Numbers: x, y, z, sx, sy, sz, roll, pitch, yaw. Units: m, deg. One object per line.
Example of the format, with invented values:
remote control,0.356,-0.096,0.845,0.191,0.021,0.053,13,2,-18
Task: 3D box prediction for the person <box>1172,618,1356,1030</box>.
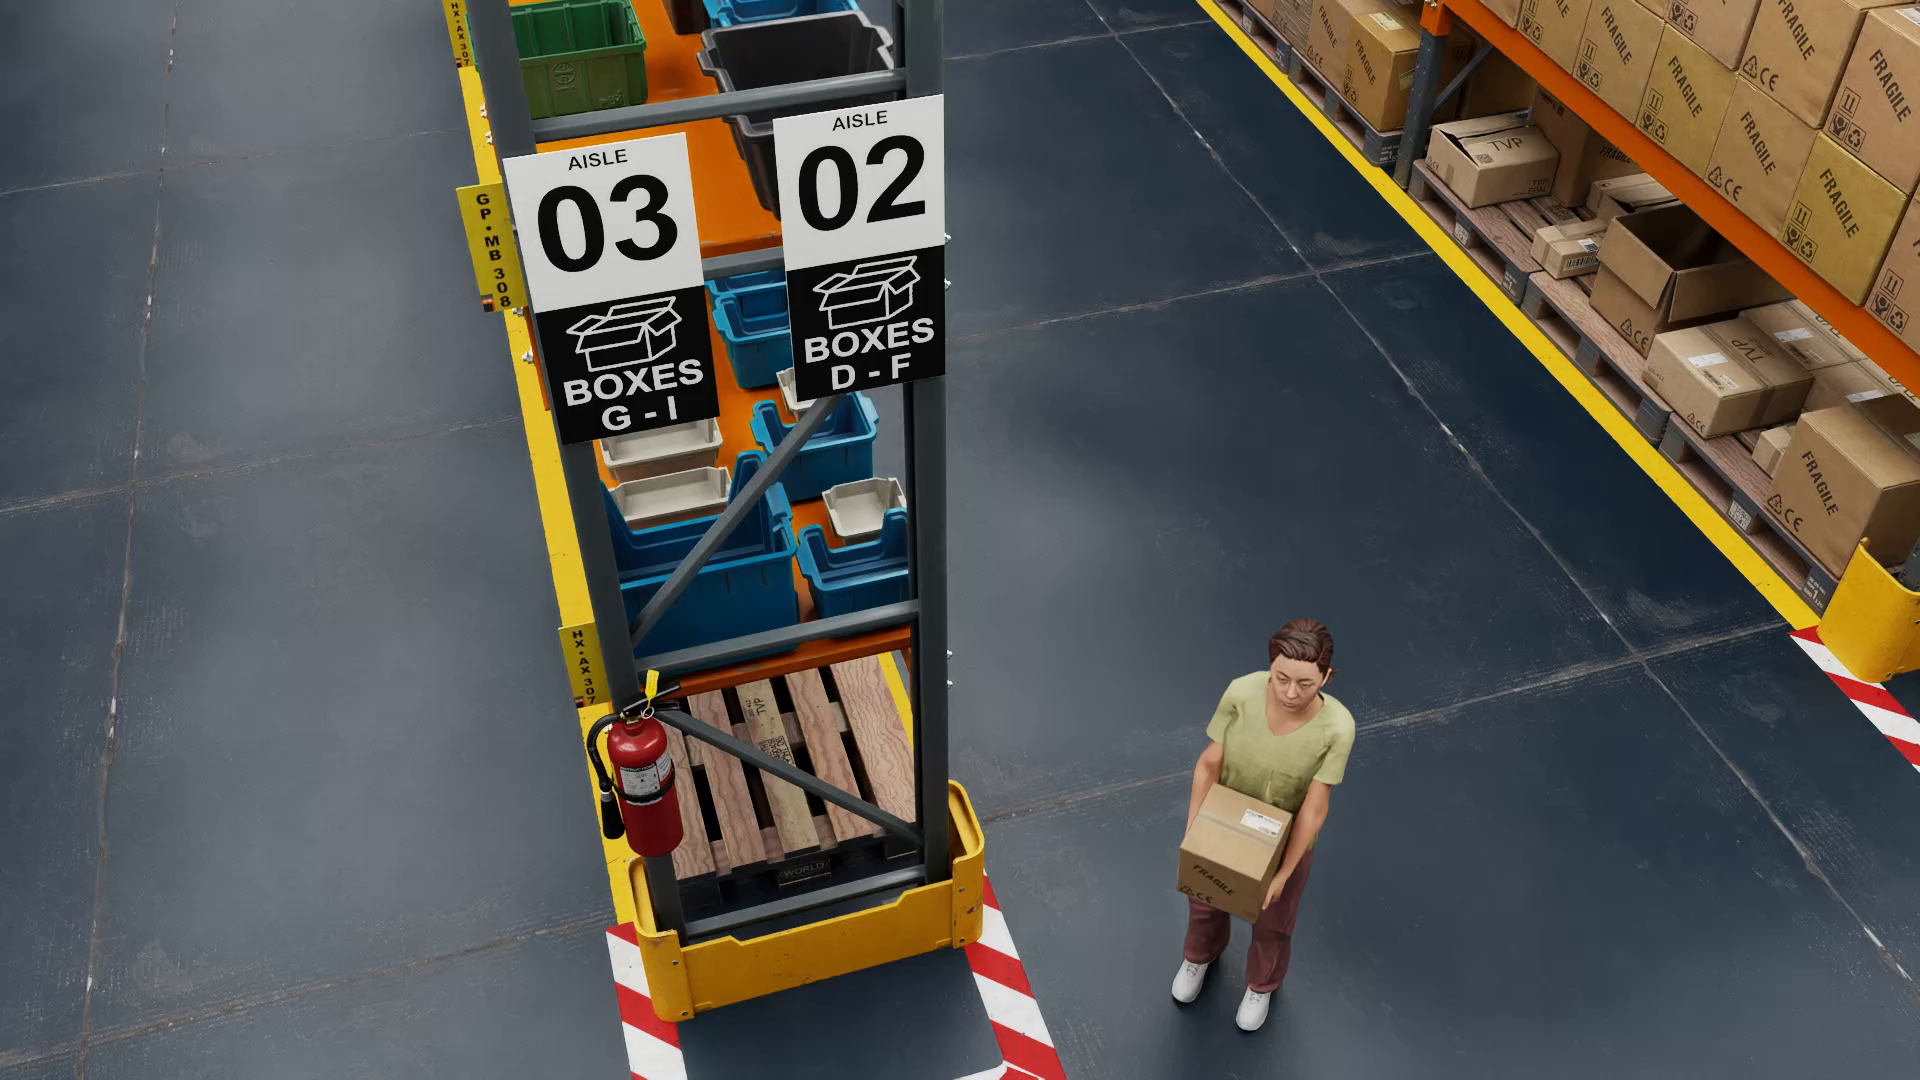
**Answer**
person,0.903,0.938,5.143,0.425,1.666,0.554,20,46,21
